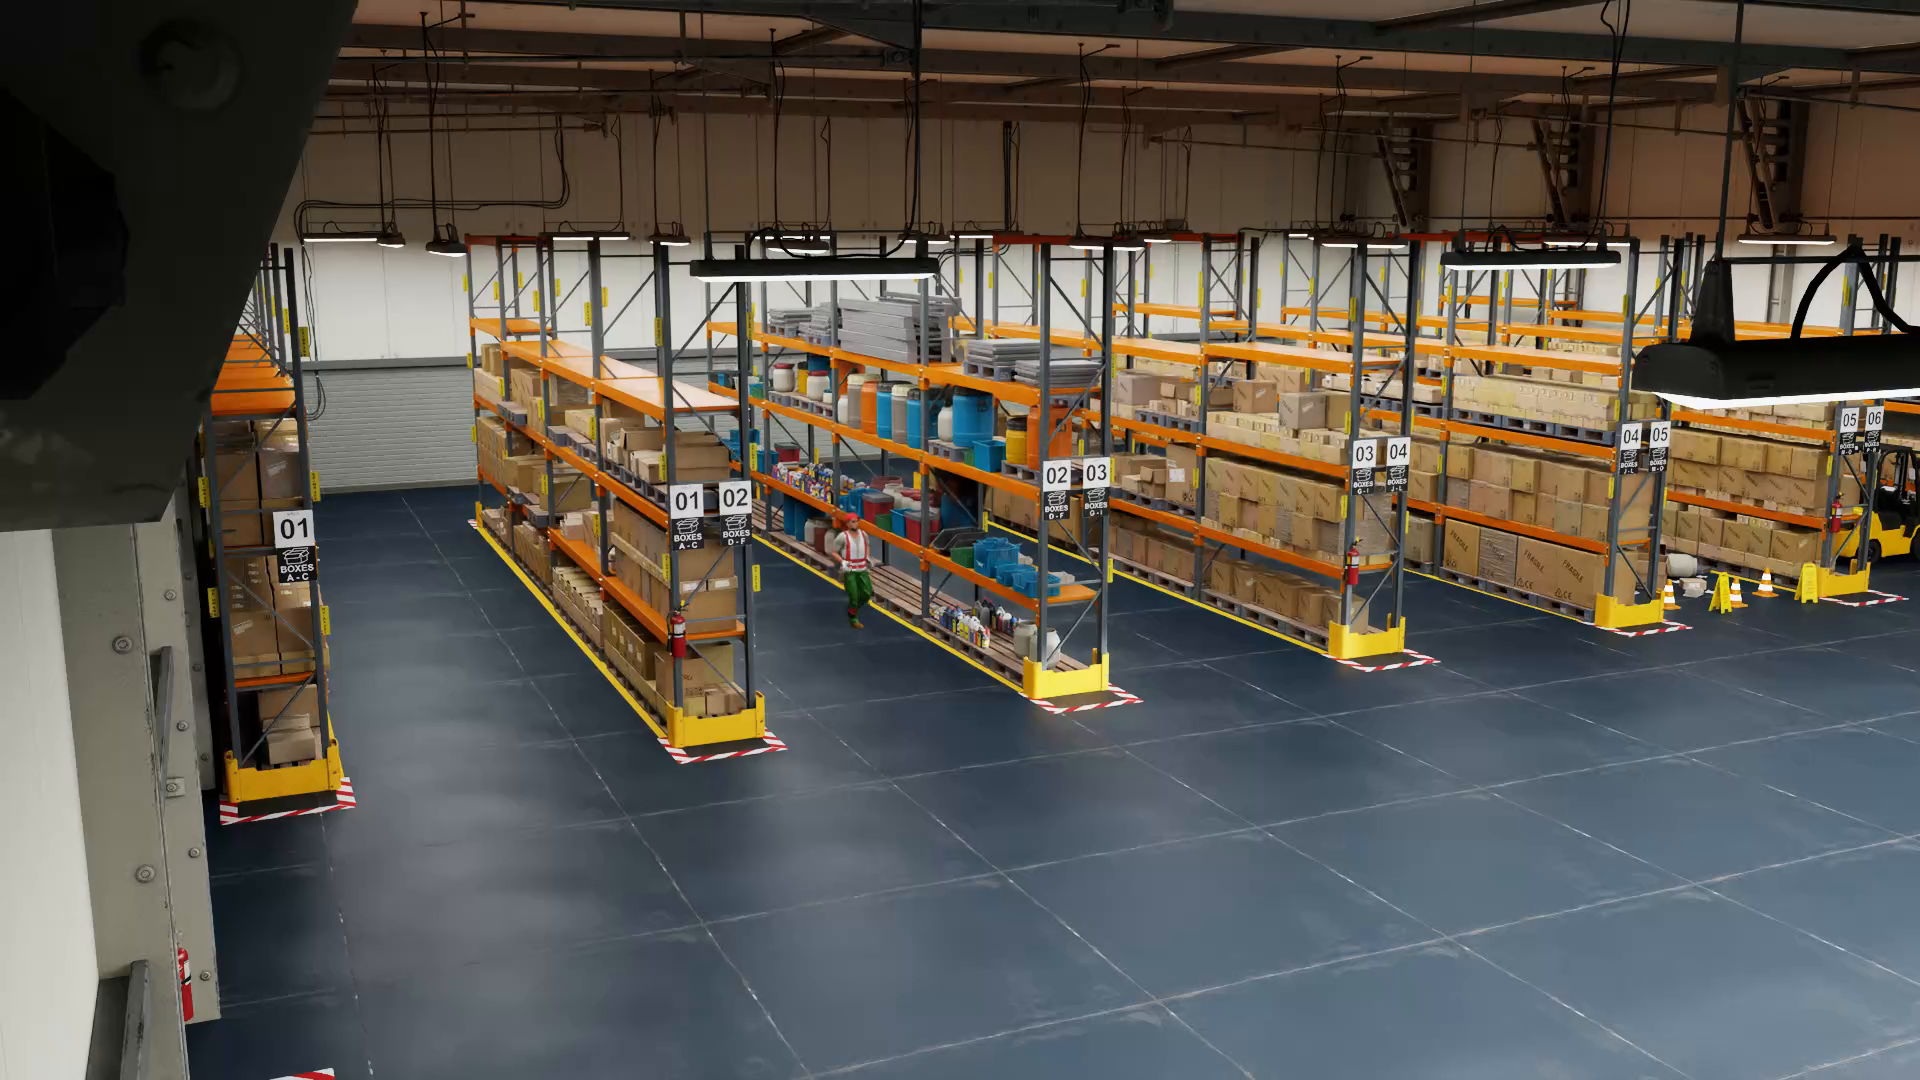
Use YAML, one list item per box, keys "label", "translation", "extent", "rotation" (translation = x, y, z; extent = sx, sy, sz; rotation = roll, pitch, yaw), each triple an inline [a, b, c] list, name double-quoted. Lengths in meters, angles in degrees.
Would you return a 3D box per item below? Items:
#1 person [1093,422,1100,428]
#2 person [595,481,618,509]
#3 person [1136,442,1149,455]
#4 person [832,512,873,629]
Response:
- label: "person"
  translation: [3.108, -1.865, 38.306]
  extent: [0.733, 1.715, 0.617]
  rotation: [-3, 11, -14]
- label: "person"
  translation: [-7.374, -1.085, 34.588]
  extent: [0.618, 1.639, 0.702]
  rotation: [-9, 14, -38]
- label: "person"
  translation: [4.703, -2.632, 42.347]
  extent: [0.534, 1.658, 0.629]
  rotation: [-3, 11, -16]
- label: "person"
  translation: [-1.565, 0.453, 24.673]
  extent: [0.636, 1.753, 0.538]
  rotation: [-6, 13, -30]
